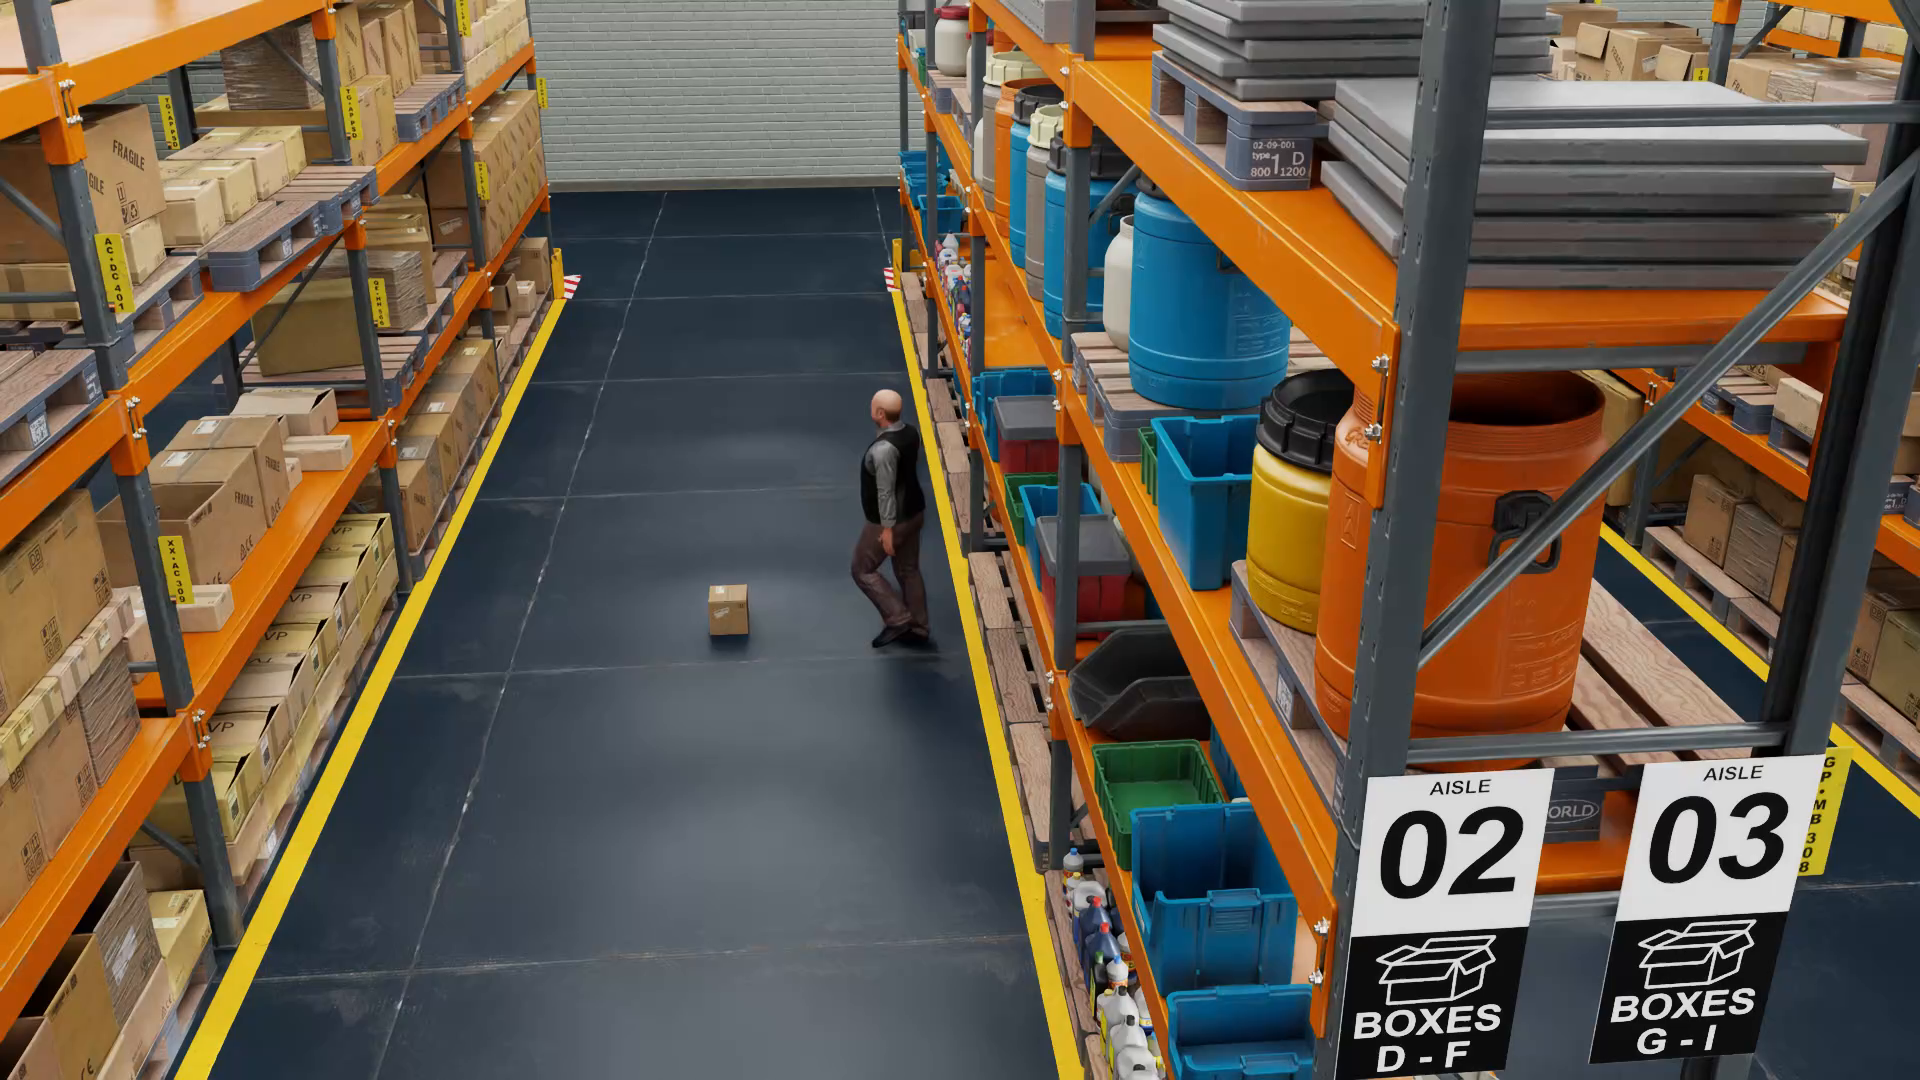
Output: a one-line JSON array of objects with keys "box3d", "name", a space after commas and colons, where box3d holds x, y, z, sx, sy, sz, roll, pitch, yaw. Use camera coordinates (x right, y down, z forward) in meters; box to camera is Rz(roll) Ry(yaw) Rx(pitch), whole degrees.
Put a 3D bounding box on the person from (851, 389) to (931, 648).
[{"box3d": [-0.419, -0.138, 10.662, 0.485, 1.711, 0.551, 11, 26, 23], "name": "person"}]
